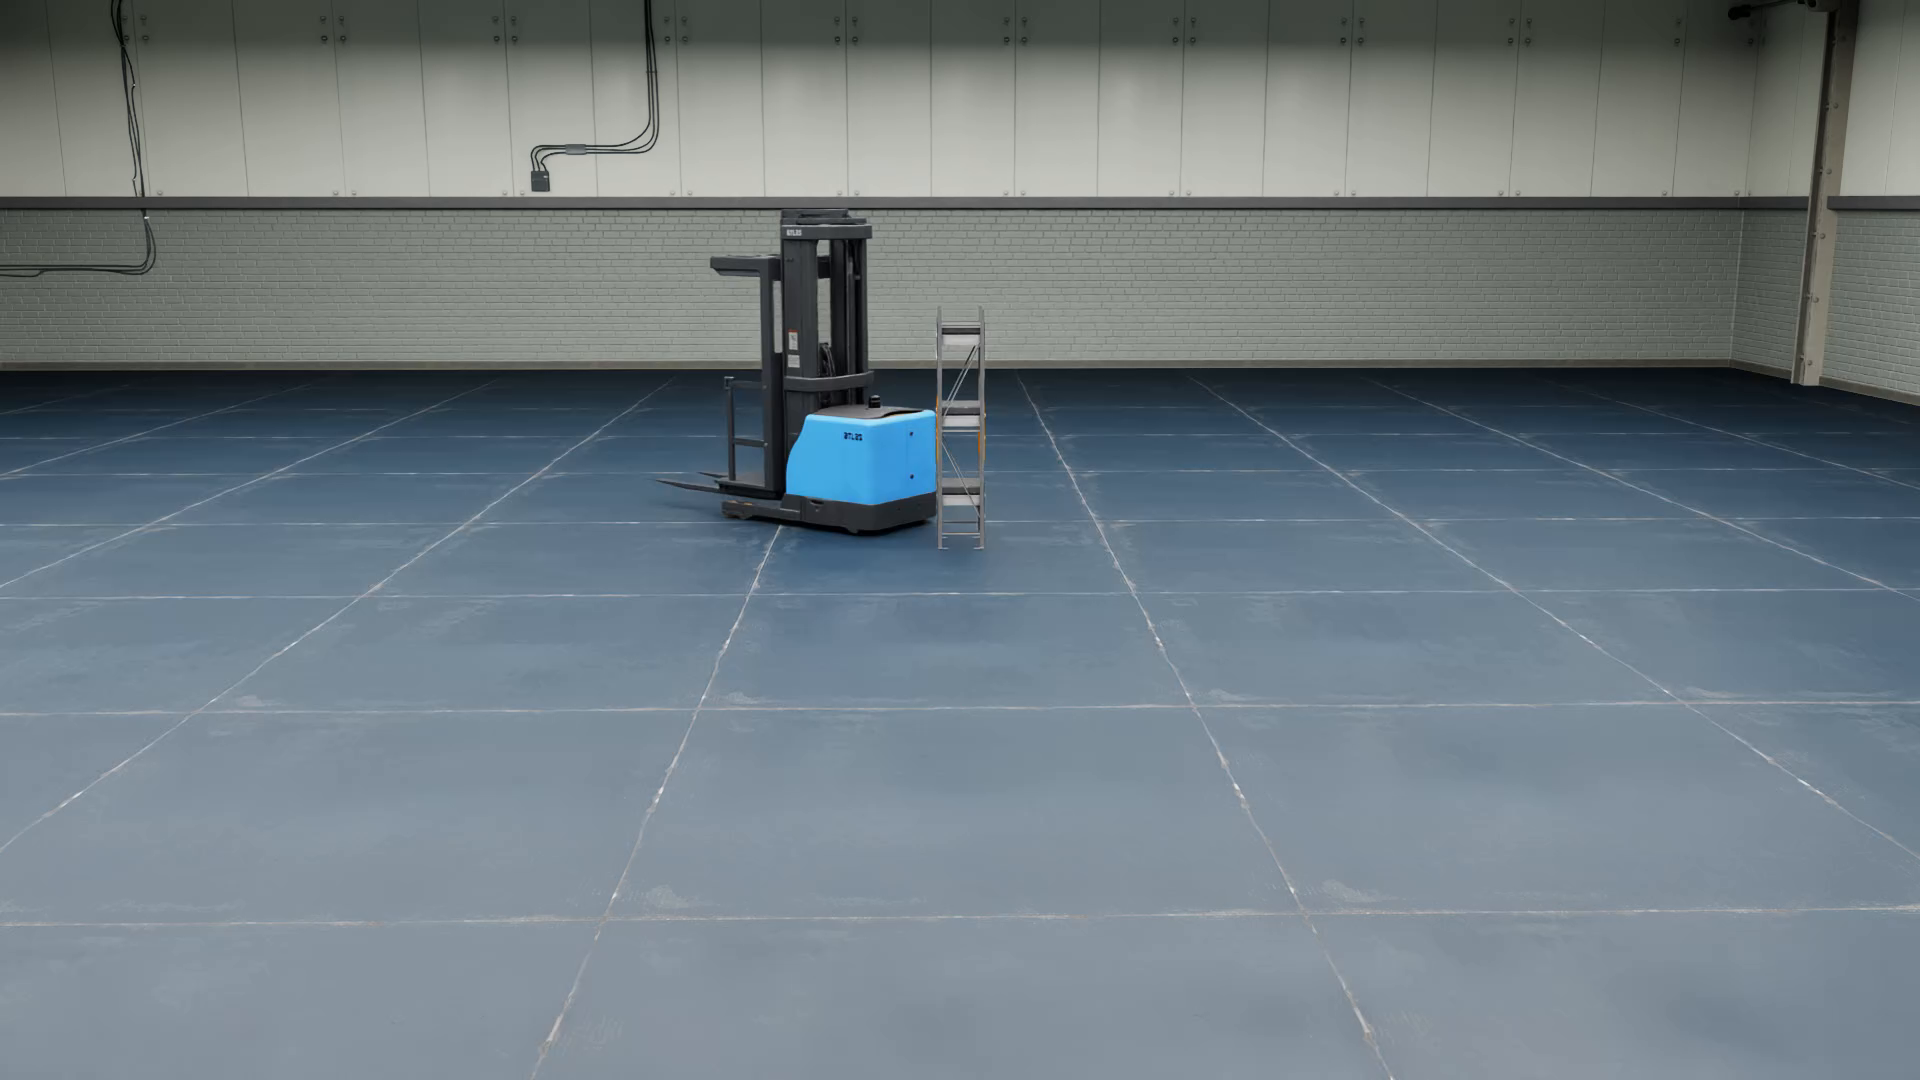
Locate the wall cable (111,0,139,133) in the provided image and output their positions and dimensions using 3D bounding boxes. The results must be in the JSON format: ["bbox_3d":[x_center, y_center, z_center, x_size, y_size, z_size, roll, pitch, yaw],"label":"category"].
[{"bbox_3d":[-13.298,-8.459,29.229,3.097,2.526,0.112,0,11,-1],"label":"wall cable"}]

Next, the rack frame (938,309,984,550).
[{"bbox_3d":[0.008,-0.948,14.449,0.400,2.100,0.015,0,11,-1],"label":"rack frame"}]

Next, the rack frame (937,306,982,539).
[{"bbox_3d":[-0.002,-1.045,14.927,0.400,2.100,0.015,0,11,-1],"label":"rack frame"}]

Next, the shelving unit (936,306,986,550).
[{"bbox_3d":[0.003,-0.996,14.688,0.431,2.100,0.503,0,11,-1],"label":"shelving unit"}]

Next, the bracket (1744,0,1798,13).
[{"bbox_3d":[13.829,-9.232,28.877,0.076,0.066,3.189,0,11,-1],"label":"bracket"}]

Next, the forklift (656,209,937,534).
[{"bbox_3d":[-1.693,-1.704,16.089,3.031,2.935,1.130,8,14,36],"label":"forklift"}]

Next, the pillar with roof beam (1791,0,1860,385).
[{"bbox_3d":[9.925,-7.015,27.005,9.100,9.000,0.548,0,11,-1],"label":"pillar with roof beam"}]

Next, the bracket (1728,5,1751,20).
[{"bbox_3d":[13.817,-9.349,29.456,0.235,0.232,0.430,0,11,-1],"label":"bracket"}]

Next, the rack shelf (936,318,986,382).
[{"bbox_3d":[0.003,-1.669,14.552,0.431,0.518,0.480,0,11,-1],"label":"rack shelf"}]

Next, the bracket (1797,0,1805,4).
[{"bbox_3d":[13.866,-8.878,27.133,0.235,0.232,0.430,0,11,-1],"label":"bracket"}]

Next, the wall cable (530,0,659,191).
[{"bbox_3d":[-6.511,-9.197,29.206,2.305,6.003,0.169,0,11,-1],"label":"wall cable"}]

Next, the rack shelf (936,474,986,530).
[{"bbox_3d":[0.003,-0.297,14.830,0.431,0.518,0.480,0,11,-1],"label":"rack shelf"}]

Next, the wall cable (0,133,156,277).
[{"bbox_3d":[-16.003,-5.973,29.676,3.097,2.526,0.112,0,11,-1],"label":"wall cable"}]

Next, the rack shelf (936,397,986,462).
[{"bbox_3d":[0.003,-0.983,14.691,0.431,0.518,0.480,0,11,-1],"label":"rack shelf"}]
